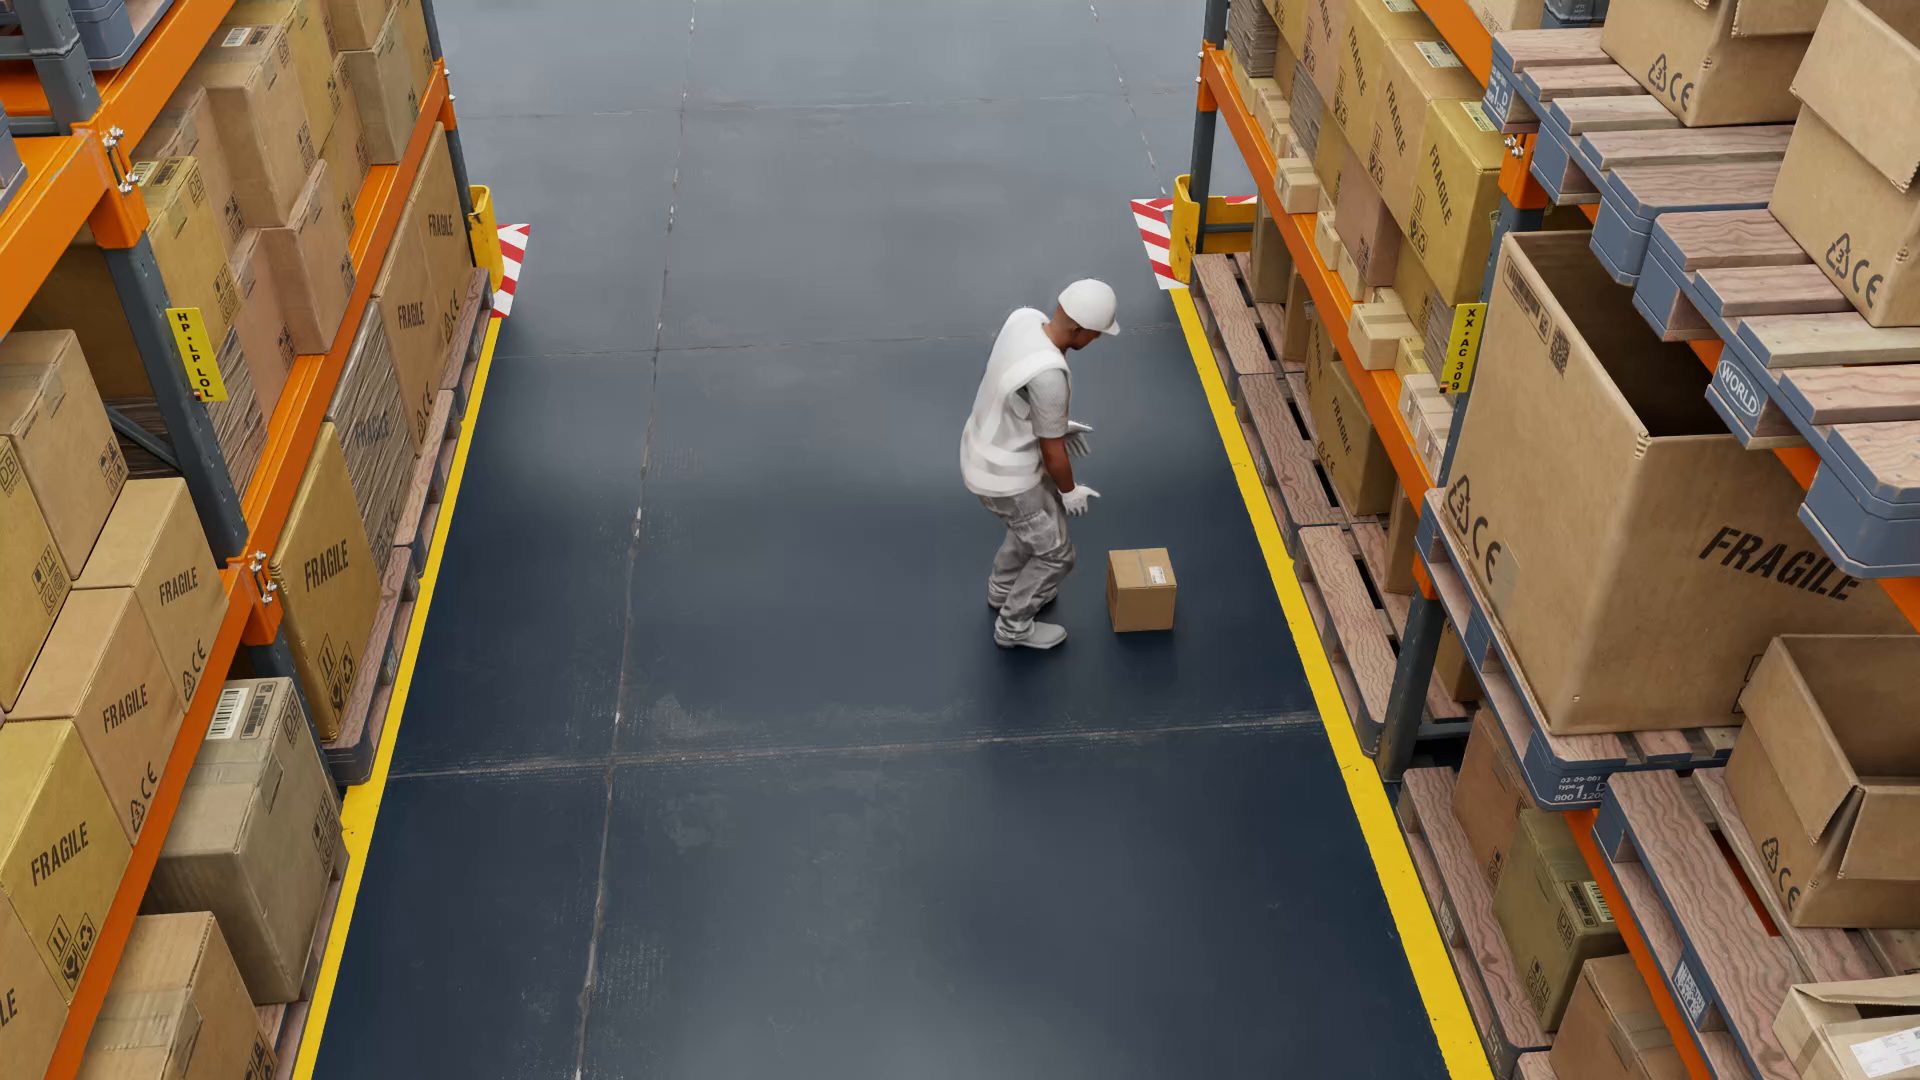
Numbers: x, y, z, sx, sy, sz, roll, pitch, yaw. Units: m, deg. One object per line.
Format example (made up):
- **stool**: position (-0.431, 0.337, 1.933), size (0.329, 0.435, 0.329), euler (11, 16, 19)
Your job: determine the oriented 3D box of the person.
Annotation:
- **person**: position (0.303, -0.317, 6.662), size (0.606, 1.624, 0.598), euler (-3, 39, -3)
